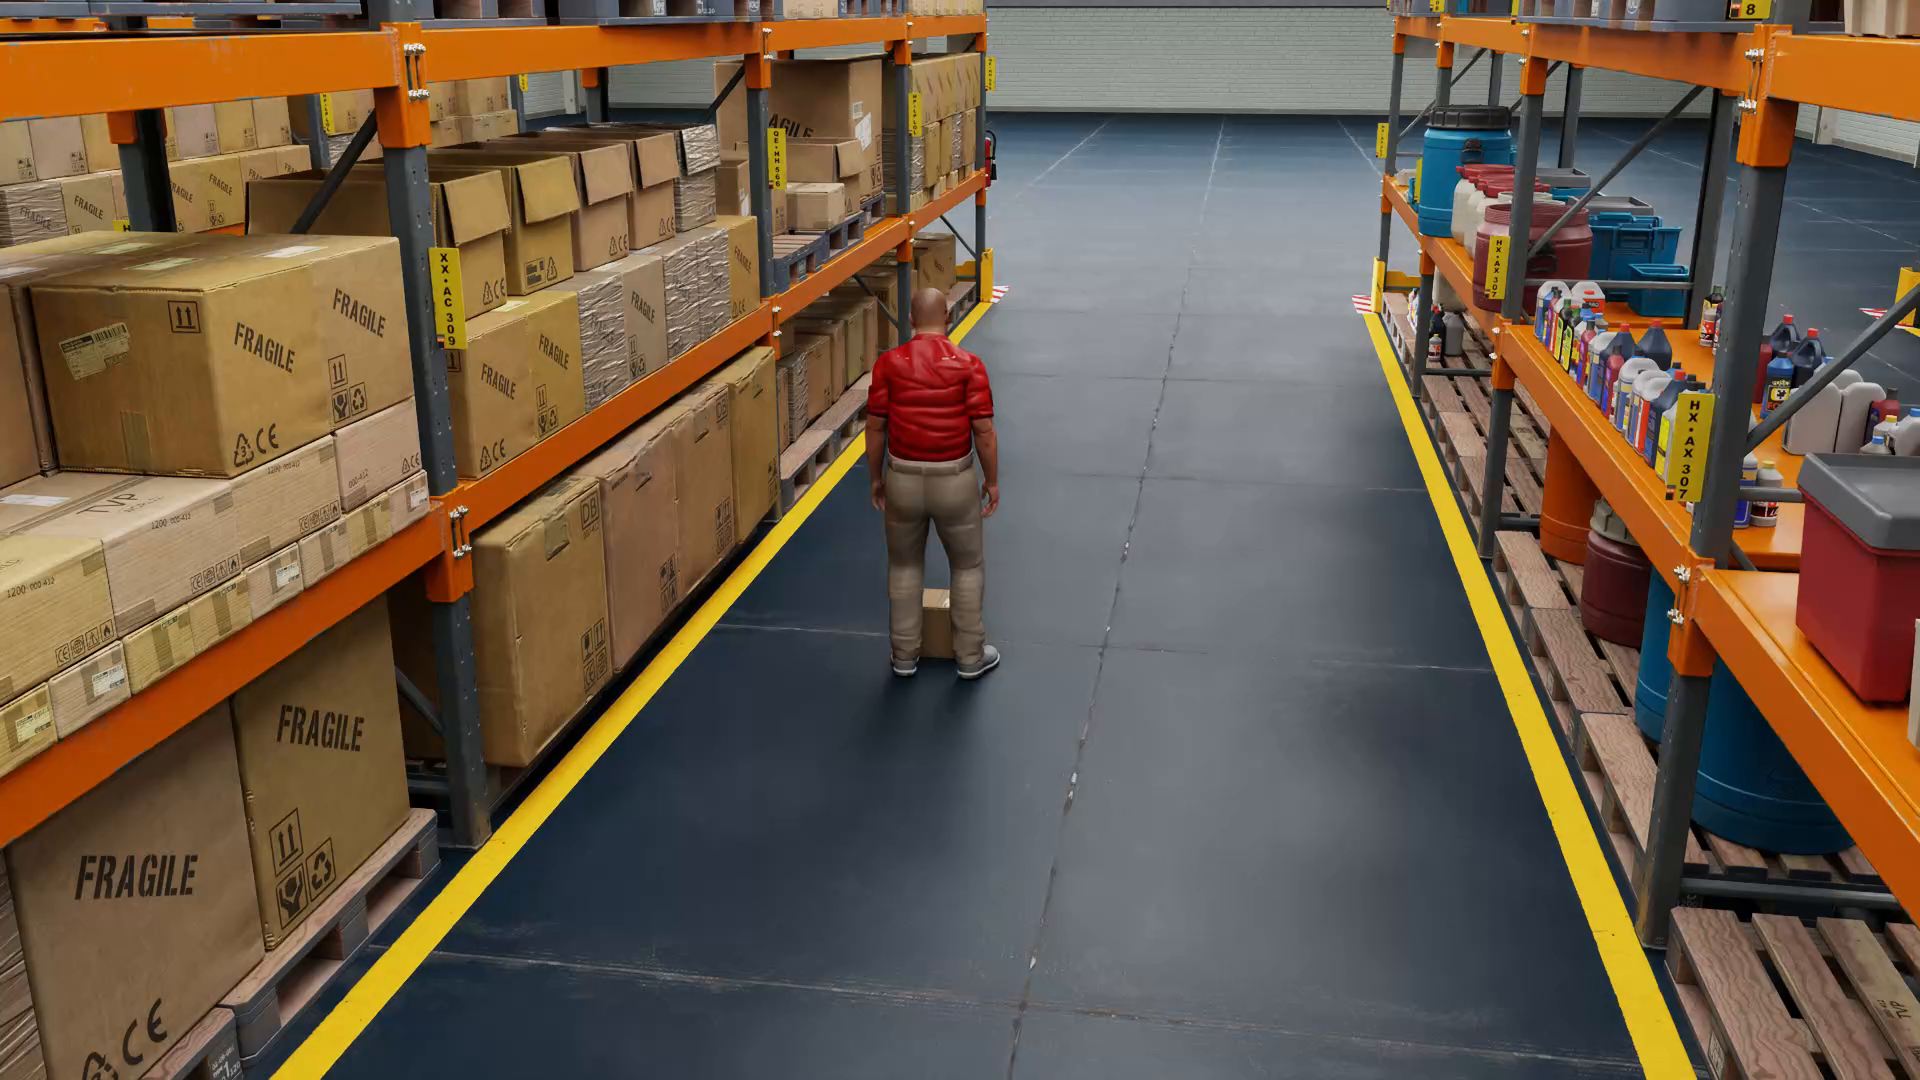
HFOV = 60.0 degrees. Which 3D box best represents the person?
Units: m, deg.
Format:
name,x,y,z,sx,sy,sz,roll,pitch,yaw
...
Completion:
name,x,y,z,sx,sy,sz,roll,pitch,yaw
person,-0.120,-0.238,7.317,0.586,1.727,0.393,3,18,9
